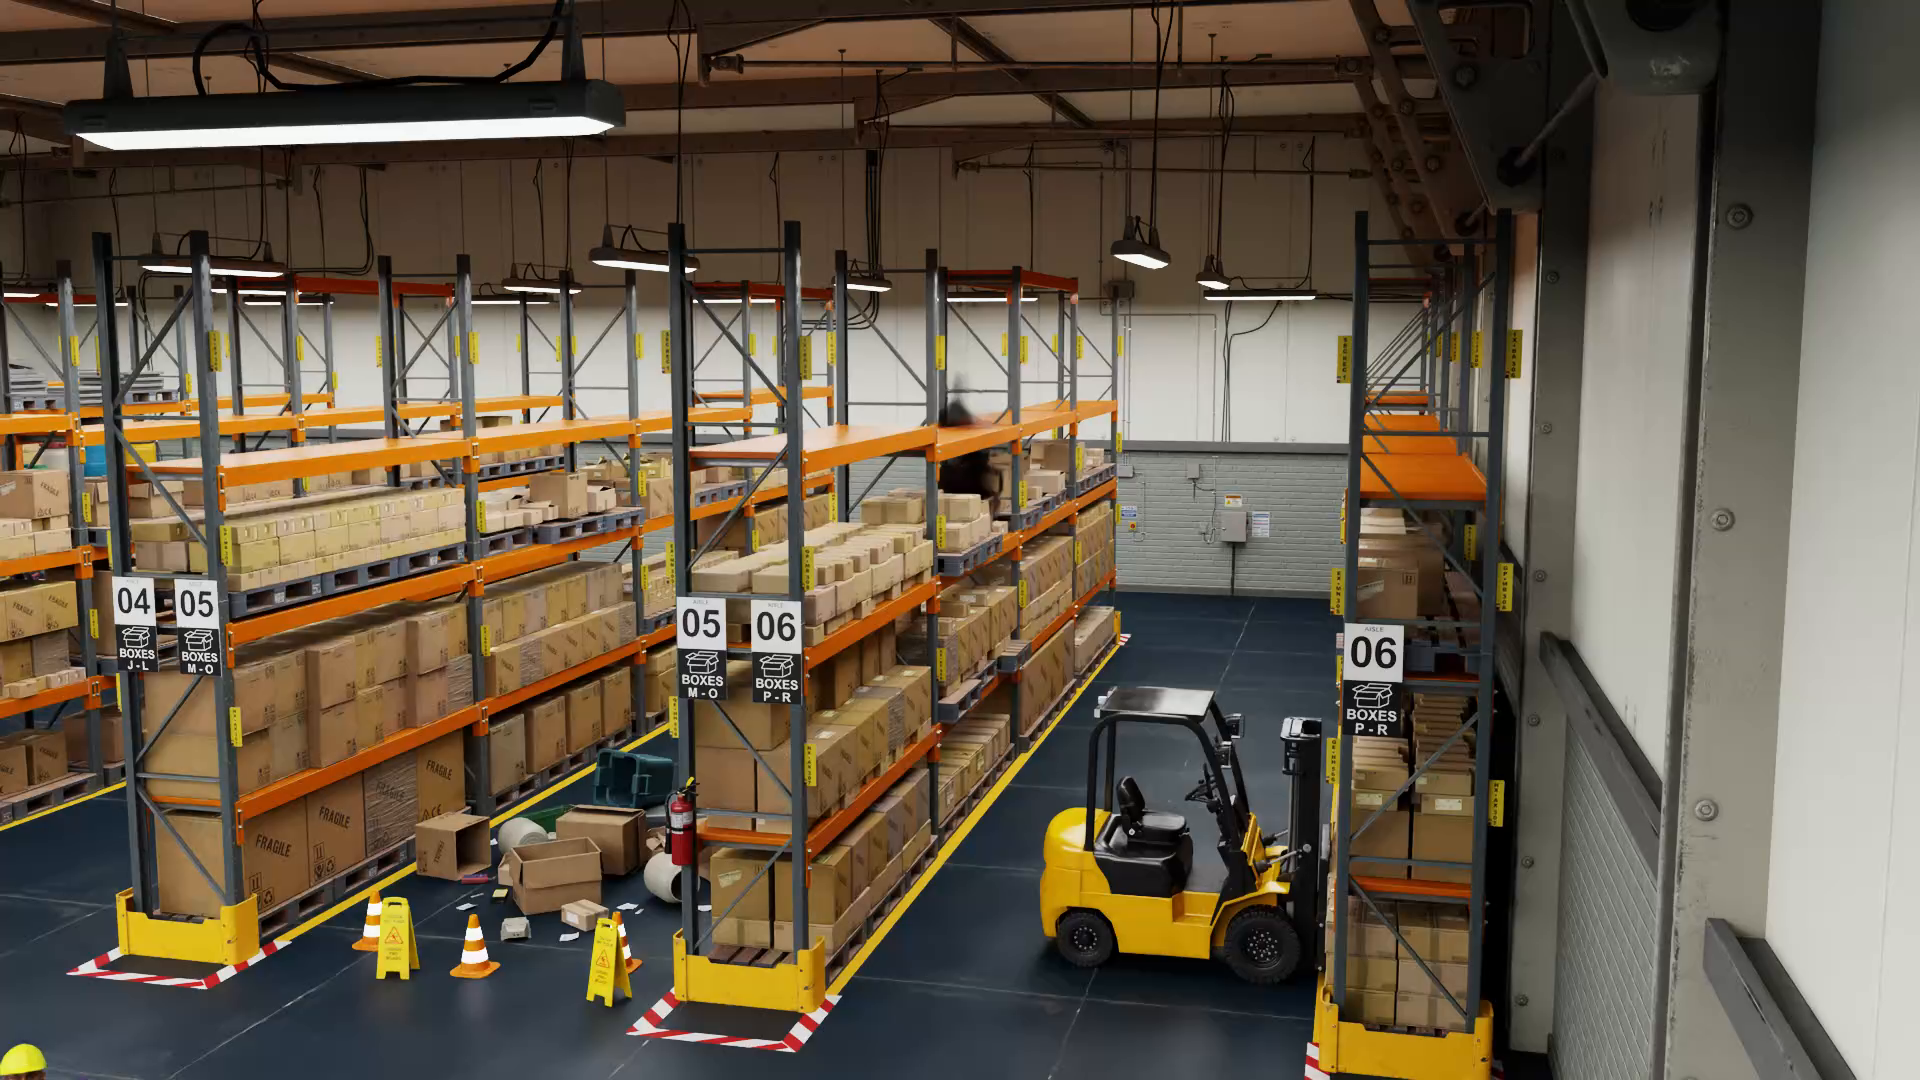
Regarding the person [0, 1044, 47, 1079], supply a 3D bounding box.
[{"bbox_3d":[-4.570,3.321,8.181,0.712,1.733,0.795,-4,8,-29],"label":"person"}]
